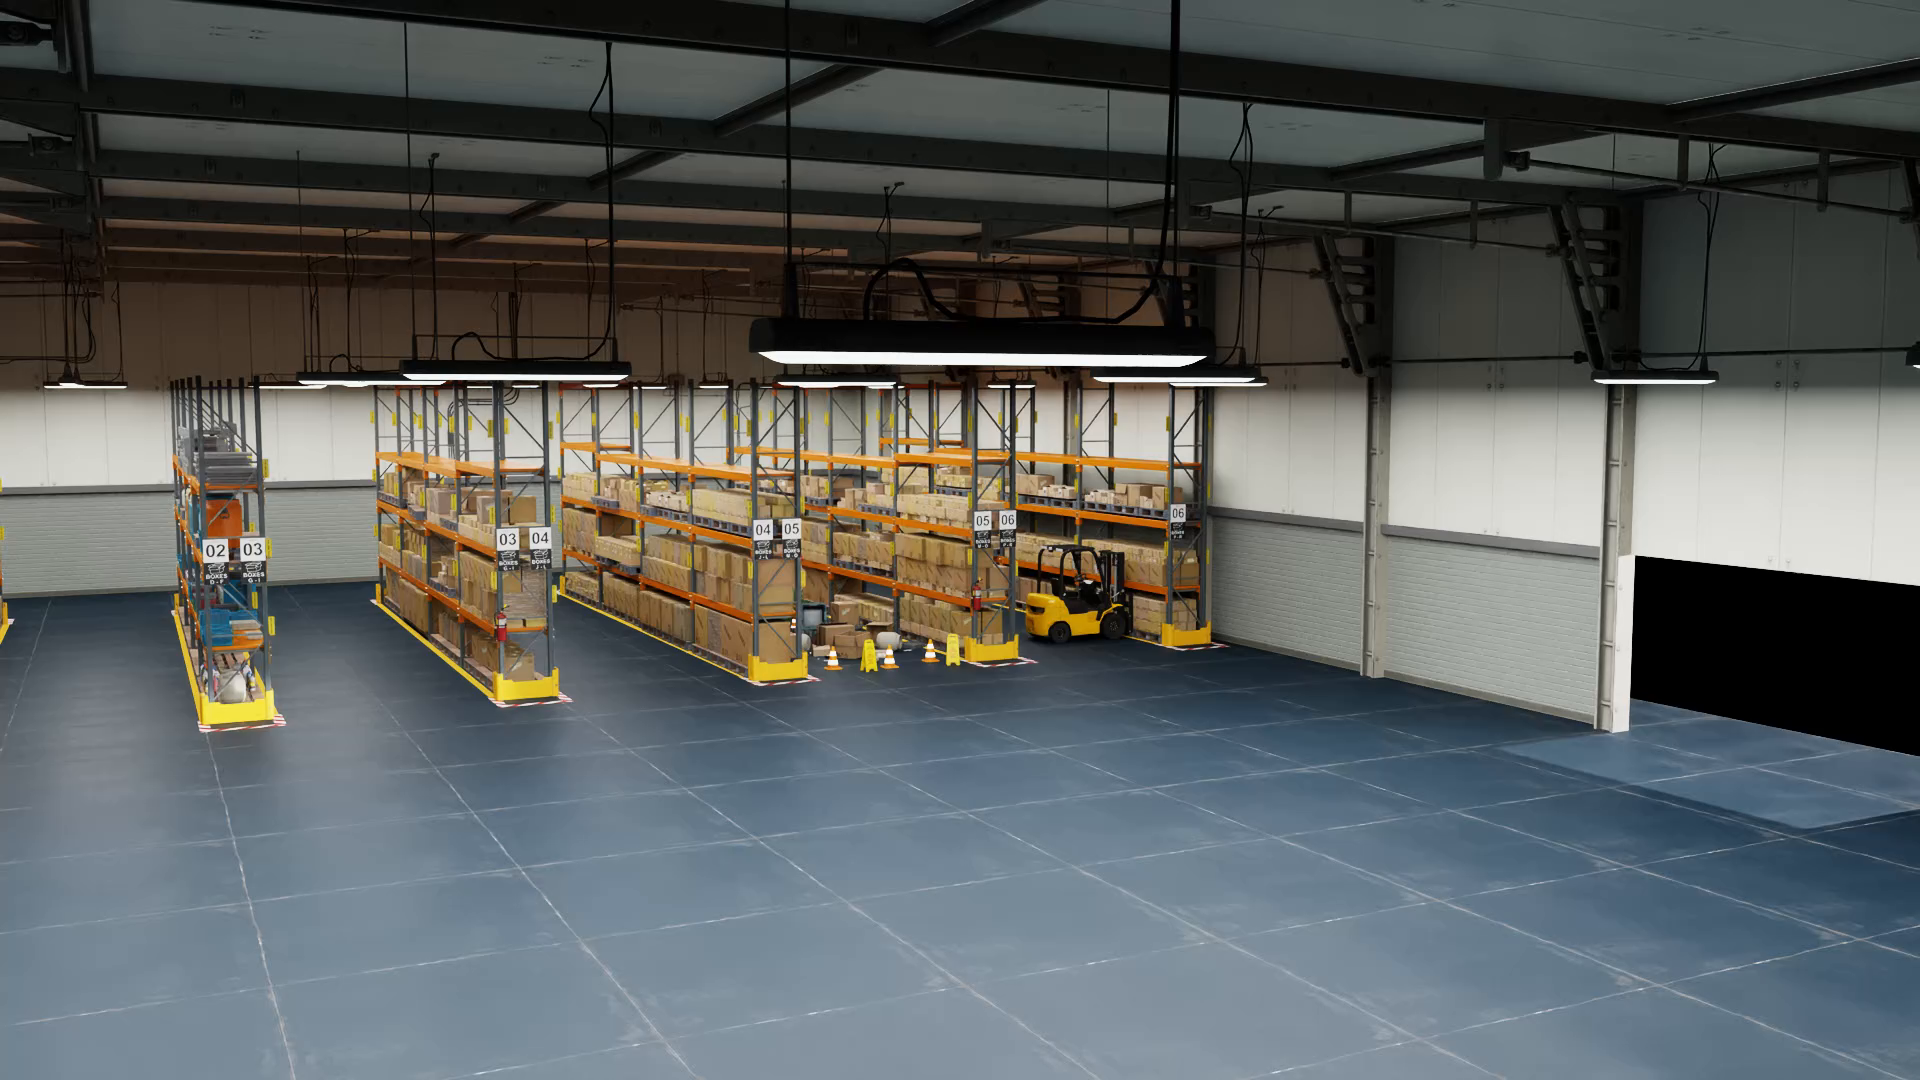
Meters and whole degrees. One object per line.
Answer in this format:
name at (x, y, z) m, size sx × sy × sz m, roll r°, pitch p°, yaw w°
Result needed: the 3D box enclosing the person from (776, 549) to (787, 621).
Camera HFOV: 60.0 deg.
person at (-4.505, 1.129, 41.371) m, size 0.487 × 1.813 × 0.706 m, roll -4°, pitch 6°, yaw -38°
